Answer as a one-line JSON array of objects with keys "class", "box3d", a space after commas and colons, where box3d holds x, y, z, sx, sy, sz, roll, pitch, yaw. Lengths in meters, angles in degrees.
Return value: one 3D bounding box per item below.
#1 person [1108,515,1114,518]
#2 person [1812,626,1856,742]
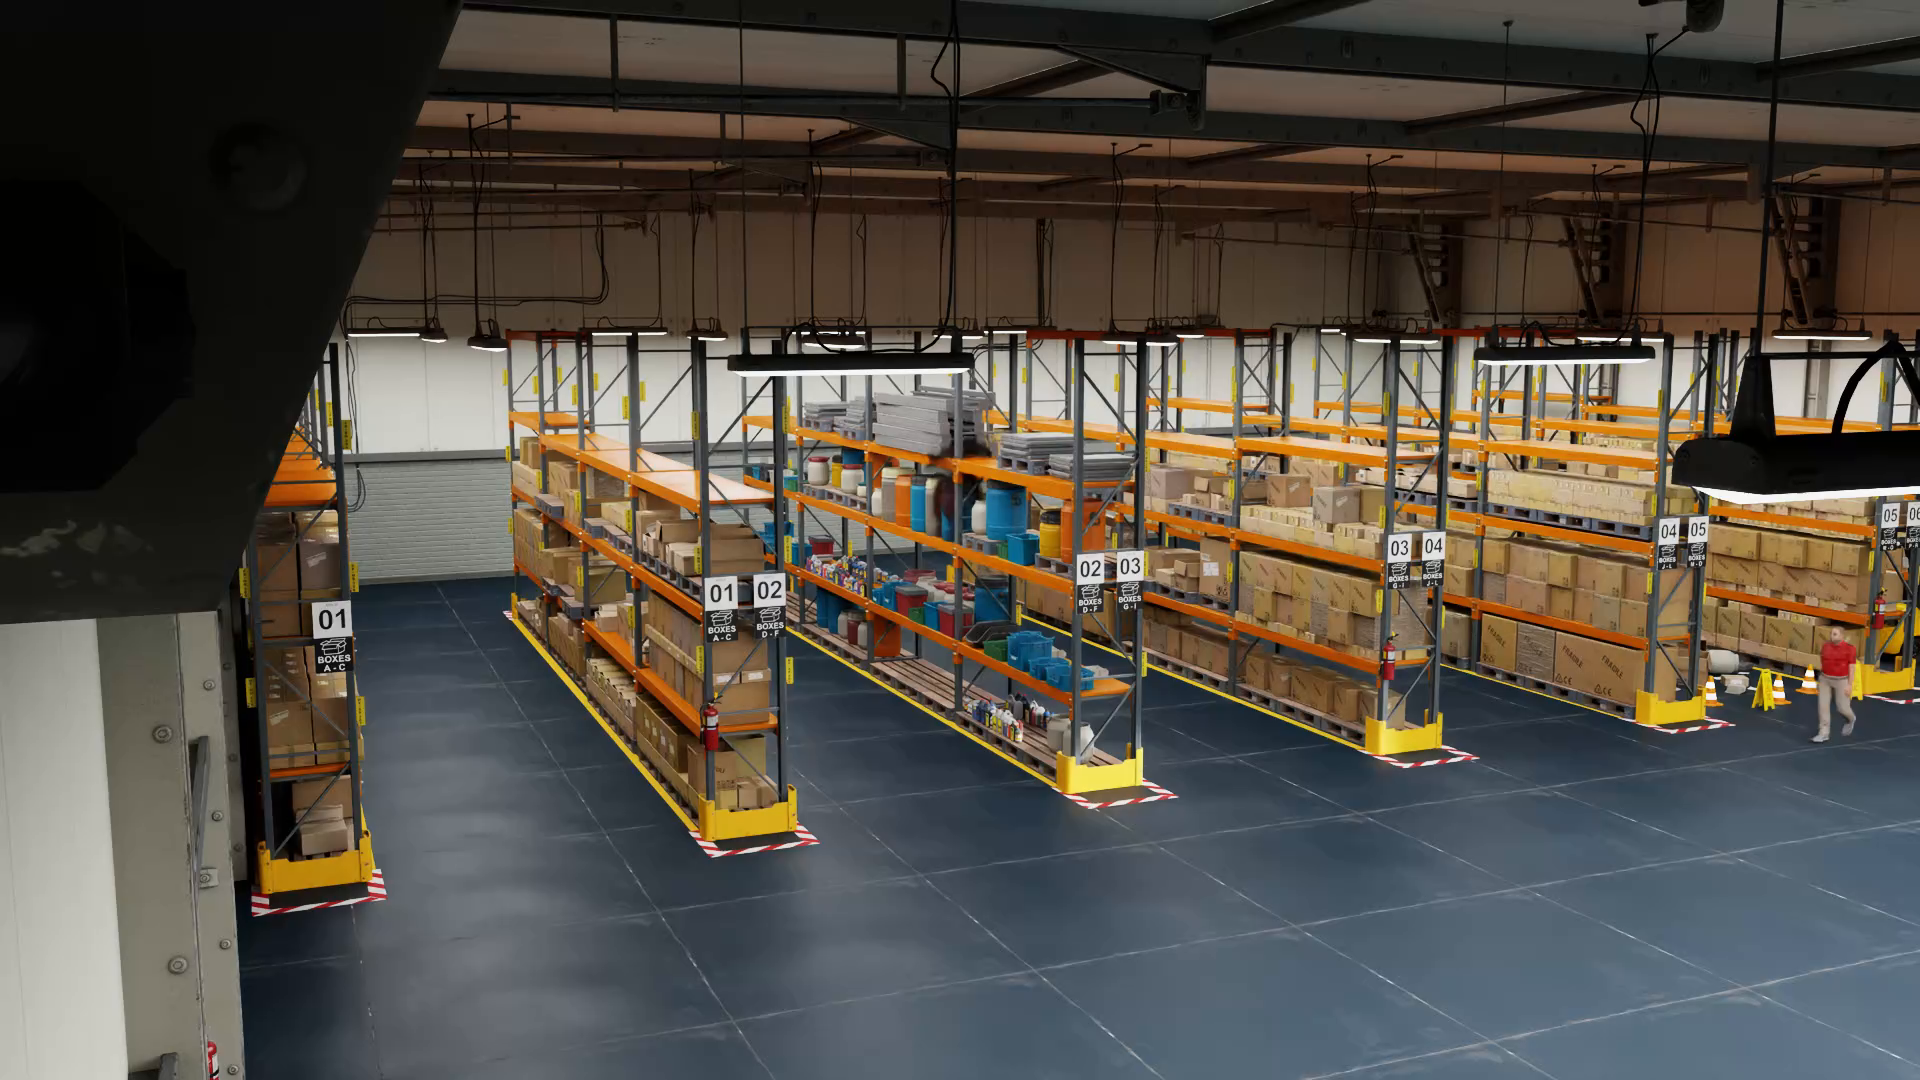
[{"class": "person", "box3d": [3.457, 0.300, 38.035, 0.624, 1.735, 0.988, -4, 9, -24]}, {"class": "person", "box3d": [13.005, 2.122, 24.686, 0.761, 1.714, 0.522, -8, 11, -44]}]
